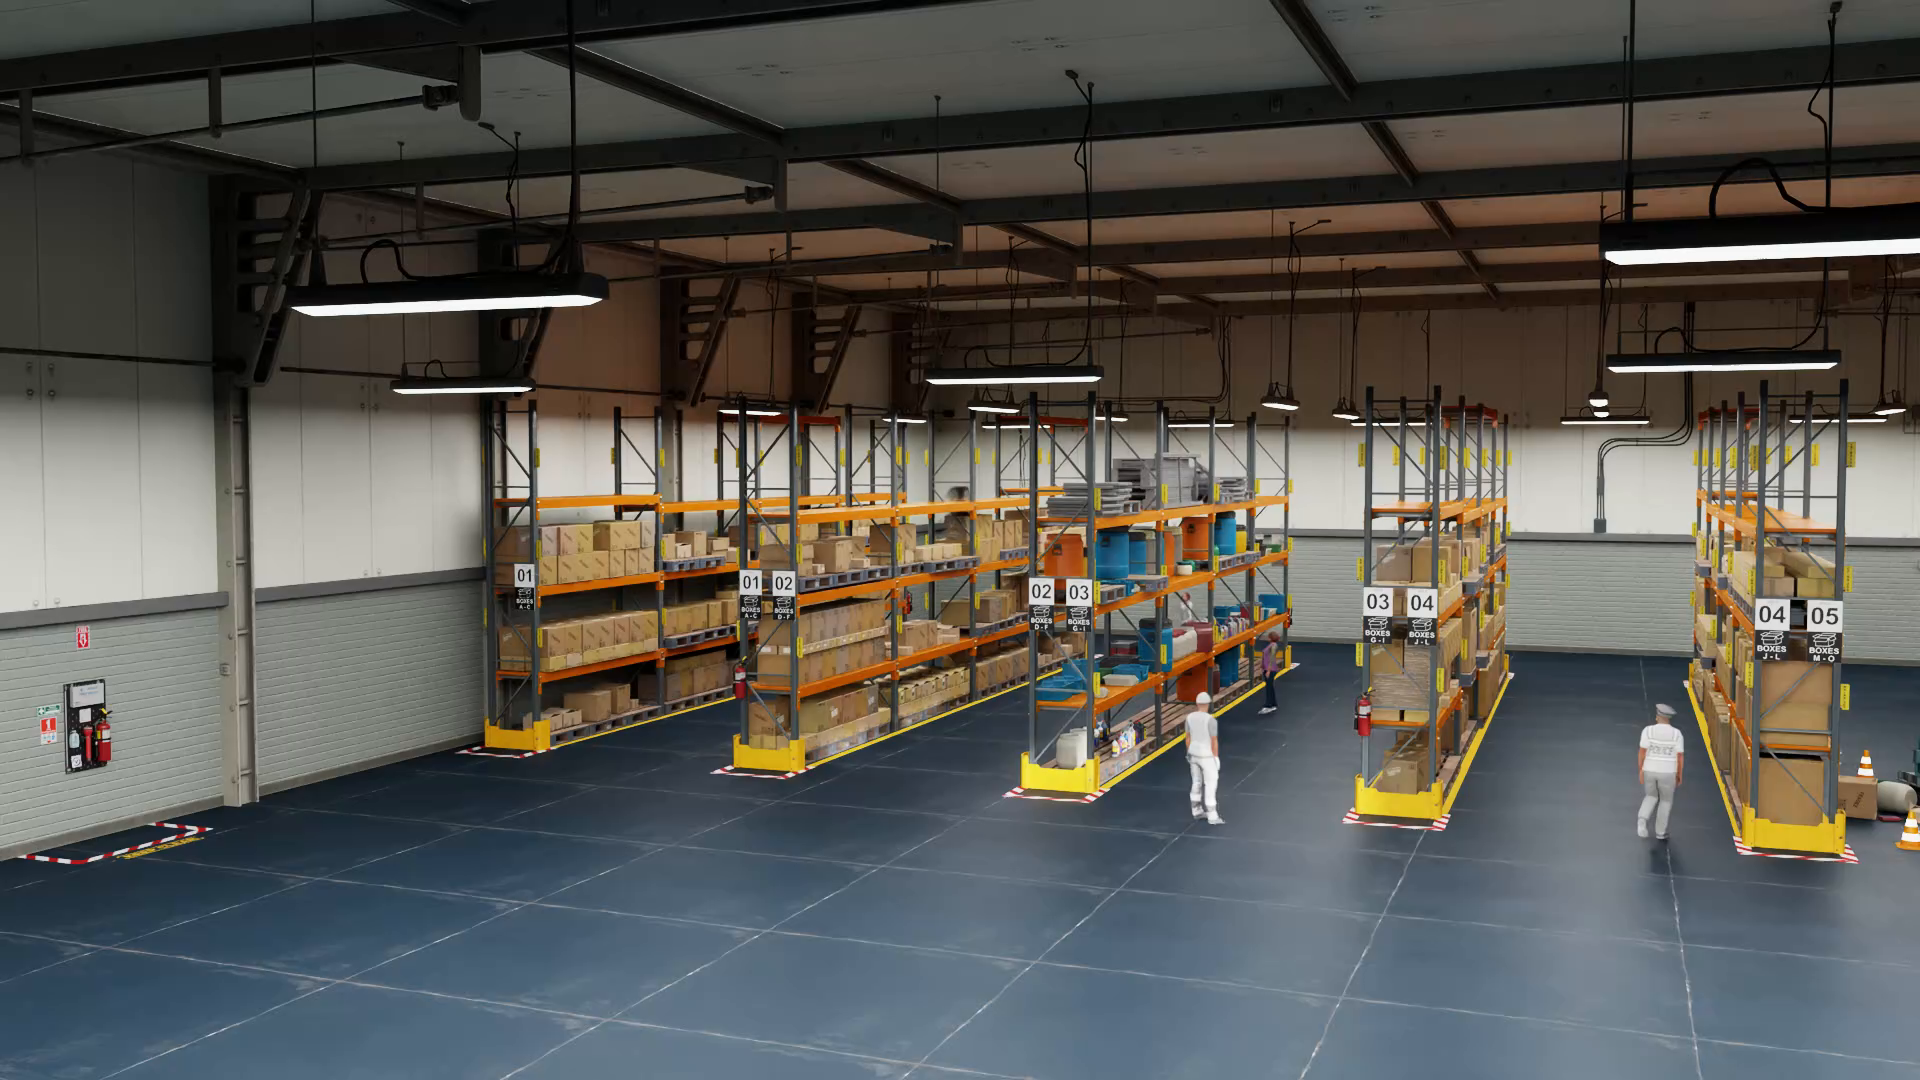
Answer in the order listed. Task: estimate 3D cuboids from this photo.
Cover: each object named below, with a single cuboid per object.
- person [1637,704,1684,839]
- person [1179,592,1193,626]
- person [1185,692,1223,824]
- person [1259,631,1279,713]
[{"bbox_3d":[9.145,3.031,21.714,0.551,1.762,0.521,-2,4,-41],"label":"person"},{"bbox_3d":[5.788,2.118,42.377,0.725,1.585,0.424,-1,3,-13],"label":"person"},{"bbox_3d":[3.371,2.981,22.888,0.465,1.795,0.590,-2,3,-32],"label":"person"},{"bbox_3d":[6.074,2.601,32.783,0.493,1.614,0.434,-1,3,-16],"label":"person"}]
